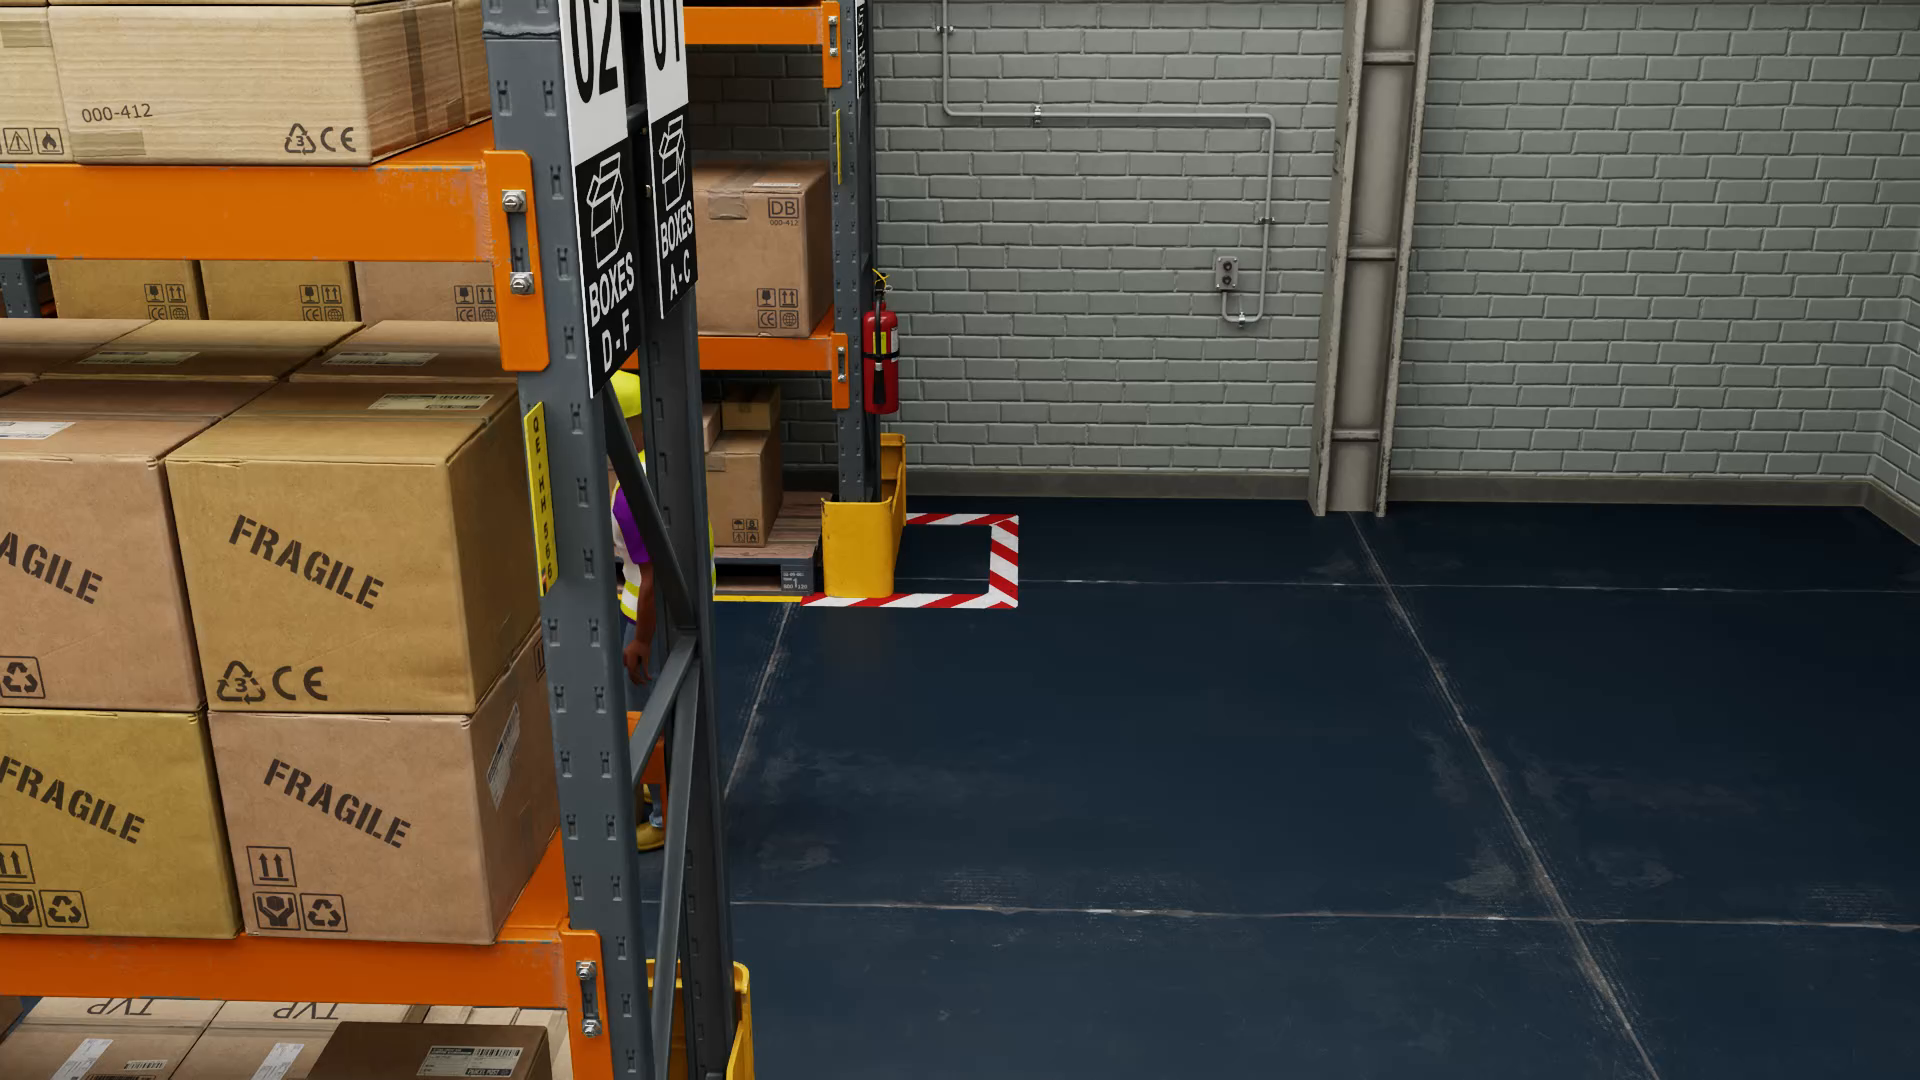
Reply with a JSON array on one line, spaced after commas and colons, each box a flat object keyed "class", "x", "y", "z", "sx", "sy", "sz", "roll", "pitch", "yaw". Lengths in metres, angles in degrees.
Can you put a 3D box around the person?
[{"class": "person", "x": -1.095, "y": 0.248, "z": 5.897, "sx": 0.463, "sy": 1.759, "sz": 0.626, "roll": 0, "pitch": 21, "yaw": -1}]
